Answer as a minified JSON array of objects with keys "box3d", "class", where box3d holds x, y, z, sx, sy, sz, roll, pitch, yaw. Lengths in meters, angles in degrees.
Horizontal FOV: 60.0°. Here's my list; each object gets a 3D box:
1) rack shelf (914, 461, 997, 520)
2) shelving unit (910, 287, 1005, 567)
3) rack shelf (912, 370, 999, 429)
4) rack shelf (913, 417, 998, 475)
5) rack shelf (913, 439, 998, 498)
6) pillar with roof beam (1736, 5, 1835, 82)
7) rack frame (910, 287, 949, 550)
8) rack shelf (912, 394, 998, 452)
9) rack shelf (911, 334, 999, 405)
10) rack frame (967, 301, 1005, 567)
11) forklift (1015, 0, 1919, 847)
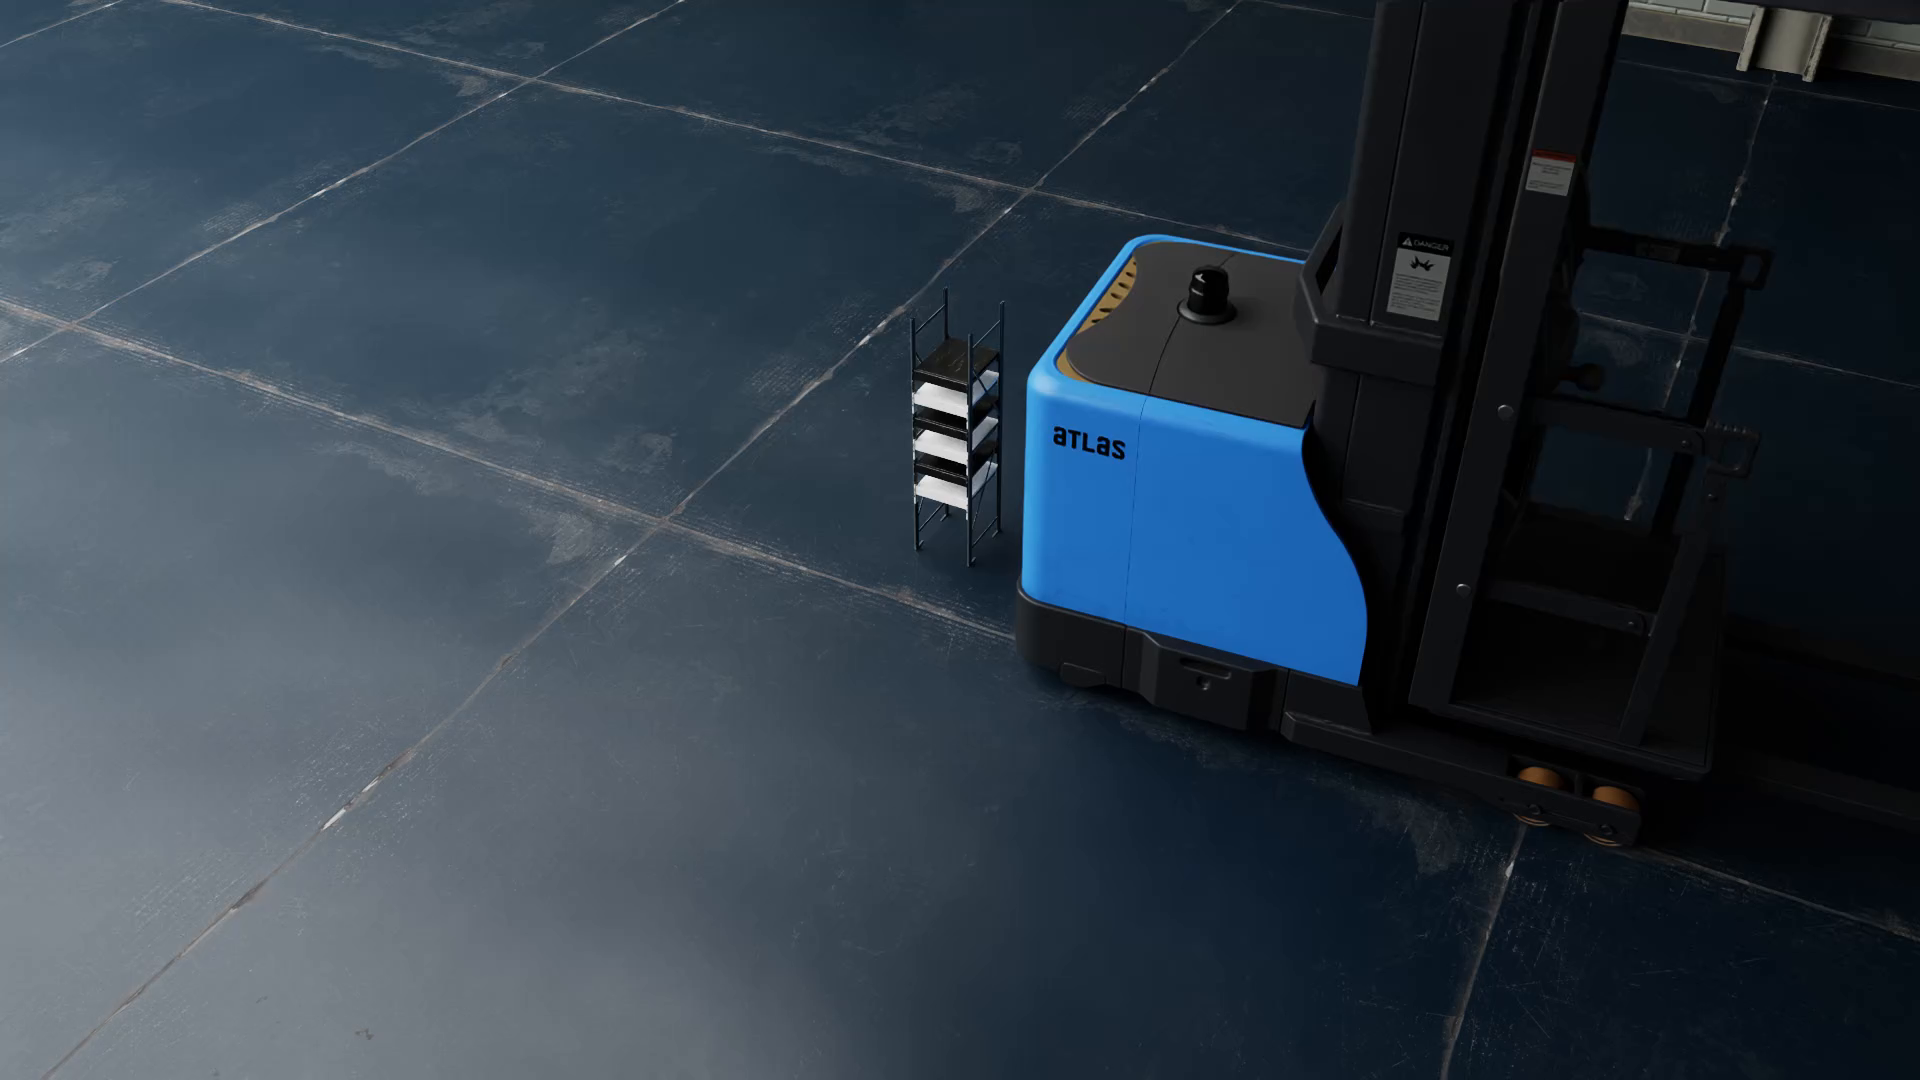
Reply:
[{"box3d":[-0.007,-0.191,5.610,0.200,0.077,0.258,17,41,21],"class":"rack shelf"},{"box3d":[-0.007,-0.361,5.481,0.210,0.900,0.258,17,41,21],"class":"shelving unit"},{"box3d":[-0.007,-0.478,5.392,0.200,0.077,0.258,17,41,21],"class":"rack shelf"},{"box3d":[-0.007,-0.334,5.501,0.200,0.077,0.258,17,41,21],"class":"rack shelf"},{"box3d":[-0.007,-0.262,5.555,0.200,0.077,0.258,17,41,21],"class":"rack shelf"},{"box3d":[2.545,-3.894,3.437,0.400,9.000,9.100,17,41,21],"class":"pillar with roof beam"},{"box3d":[-0.097,-0.389,5.518,0.006,0.900,0.240,17,41,21],"class":"rack frame"},{"box3d":[-0.007,-0.406,5.447,0.200,0.077,0.258,17,41,21],"class":"rack shelf"},{"box3d":[-0.007,-0.549,5.338,0.200,0.077,0.258,17,41,21],"class":"rack shelf"},{"box3d":[0.083,-0.332,5.444,0.006,0.900,0.240,17,41,21],"class":"rack frame"},{"box3d":[1.739,-0.683,4.226,3.031,2.935,1.130,14,40,18],"class":"forklift"}]
